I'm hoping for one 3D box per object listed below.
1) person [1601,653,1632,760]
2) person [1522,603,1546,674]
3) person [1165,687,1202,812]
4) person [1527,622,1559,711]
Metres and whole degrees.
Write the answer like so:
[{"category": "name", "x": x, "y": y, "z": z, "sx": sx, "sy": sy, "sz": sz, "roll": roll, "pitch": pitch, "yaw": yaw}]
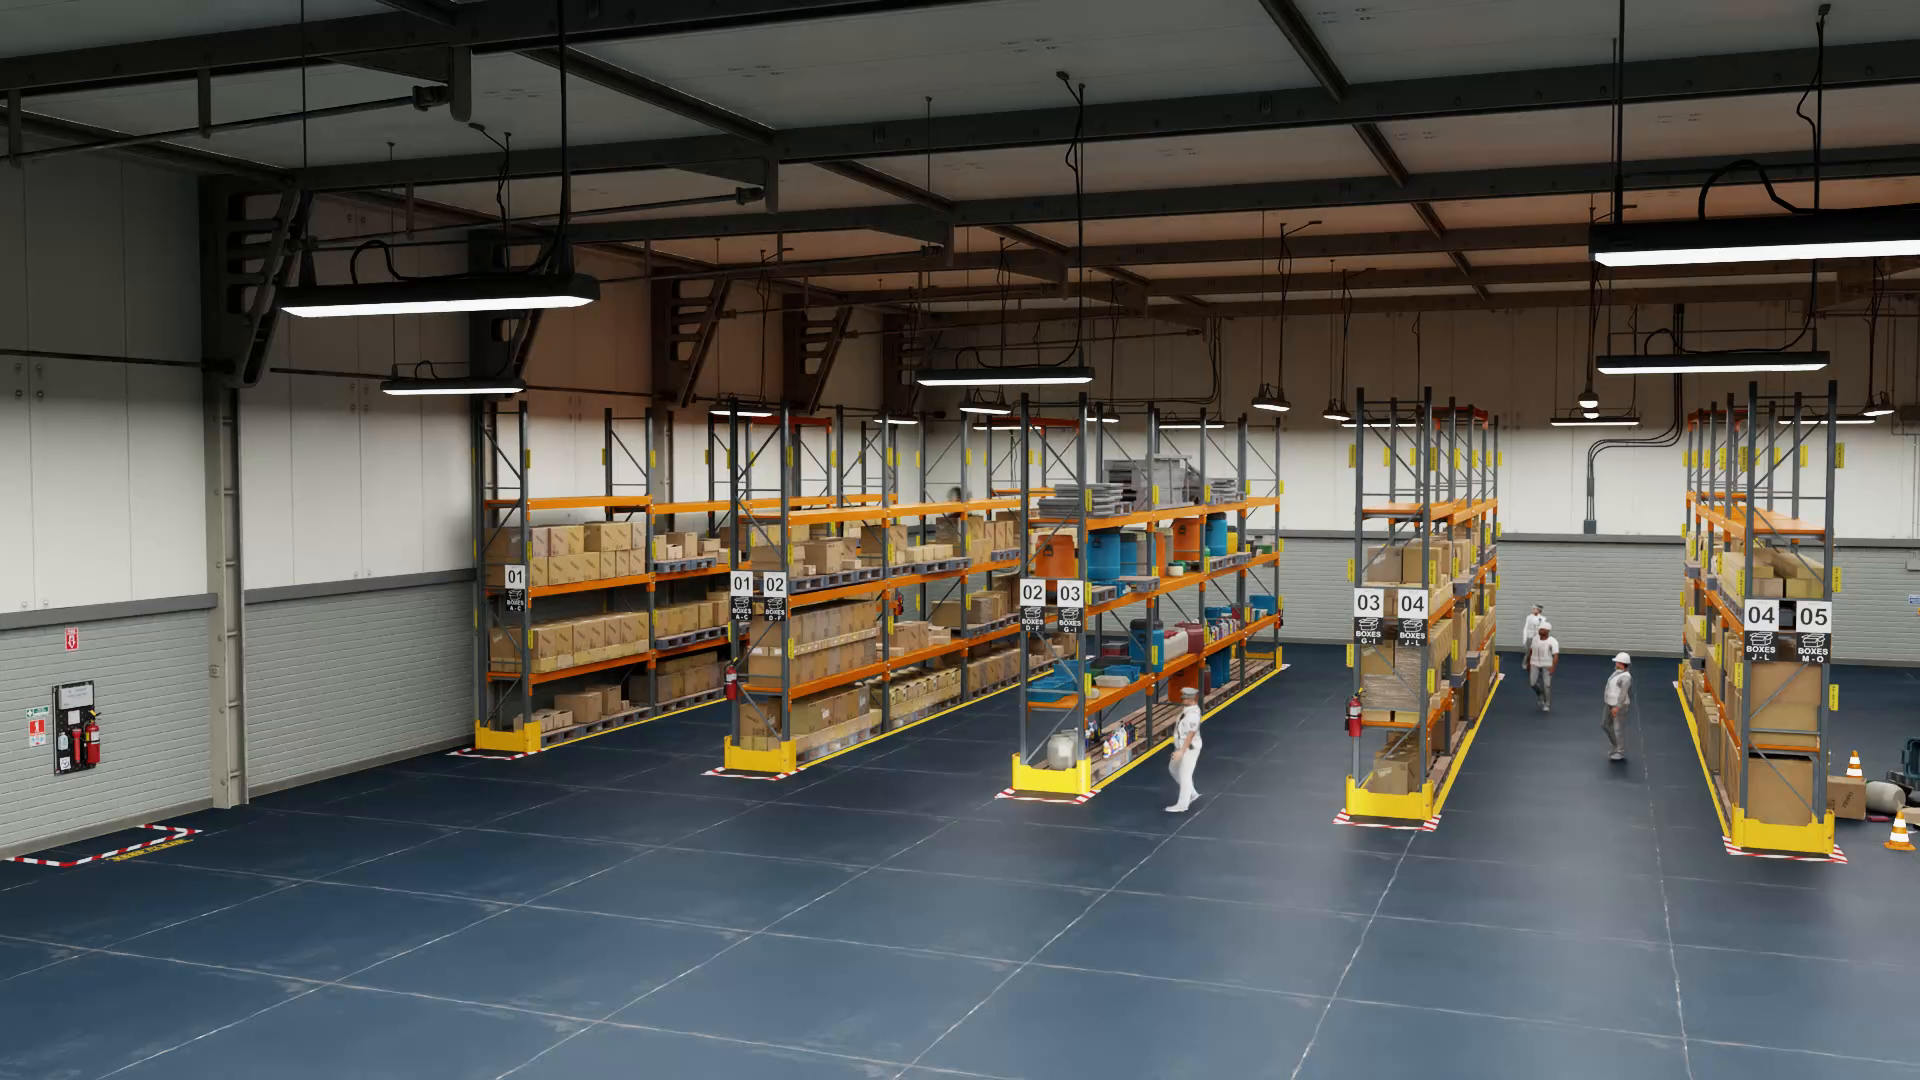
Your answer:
[{"category": "person", "x": 10.992, "y": 2.771, "z": 27.839, "sx": 0.425, "sy": 1.789, "sz": 0.630, "roll": 0, "pitch": 3, "yaw": -5}, {"category": "person", "x": 13.429, "y": 2.288, "z": 38.832, "sx": 0.576, "sy": 1.642, "sz": 0.927, "roll": 0, "pitch": 3, "yaw": 2}, {"category": "person", "x": 3.179, "y": 2.985, "z": 23.685, "sx": 0.554, "sy": 1.768, "sz": 0.606, "roll": 0, "pitch": 3, "yaw": -8}, {"category": "person", "x": 11.606, "y": 2.513, "z": 33.138, "sx": 0.627, "sy": 1.753, "sz": 0.654, "roll": 1, "pitch": 3, "yaw": 24}]
